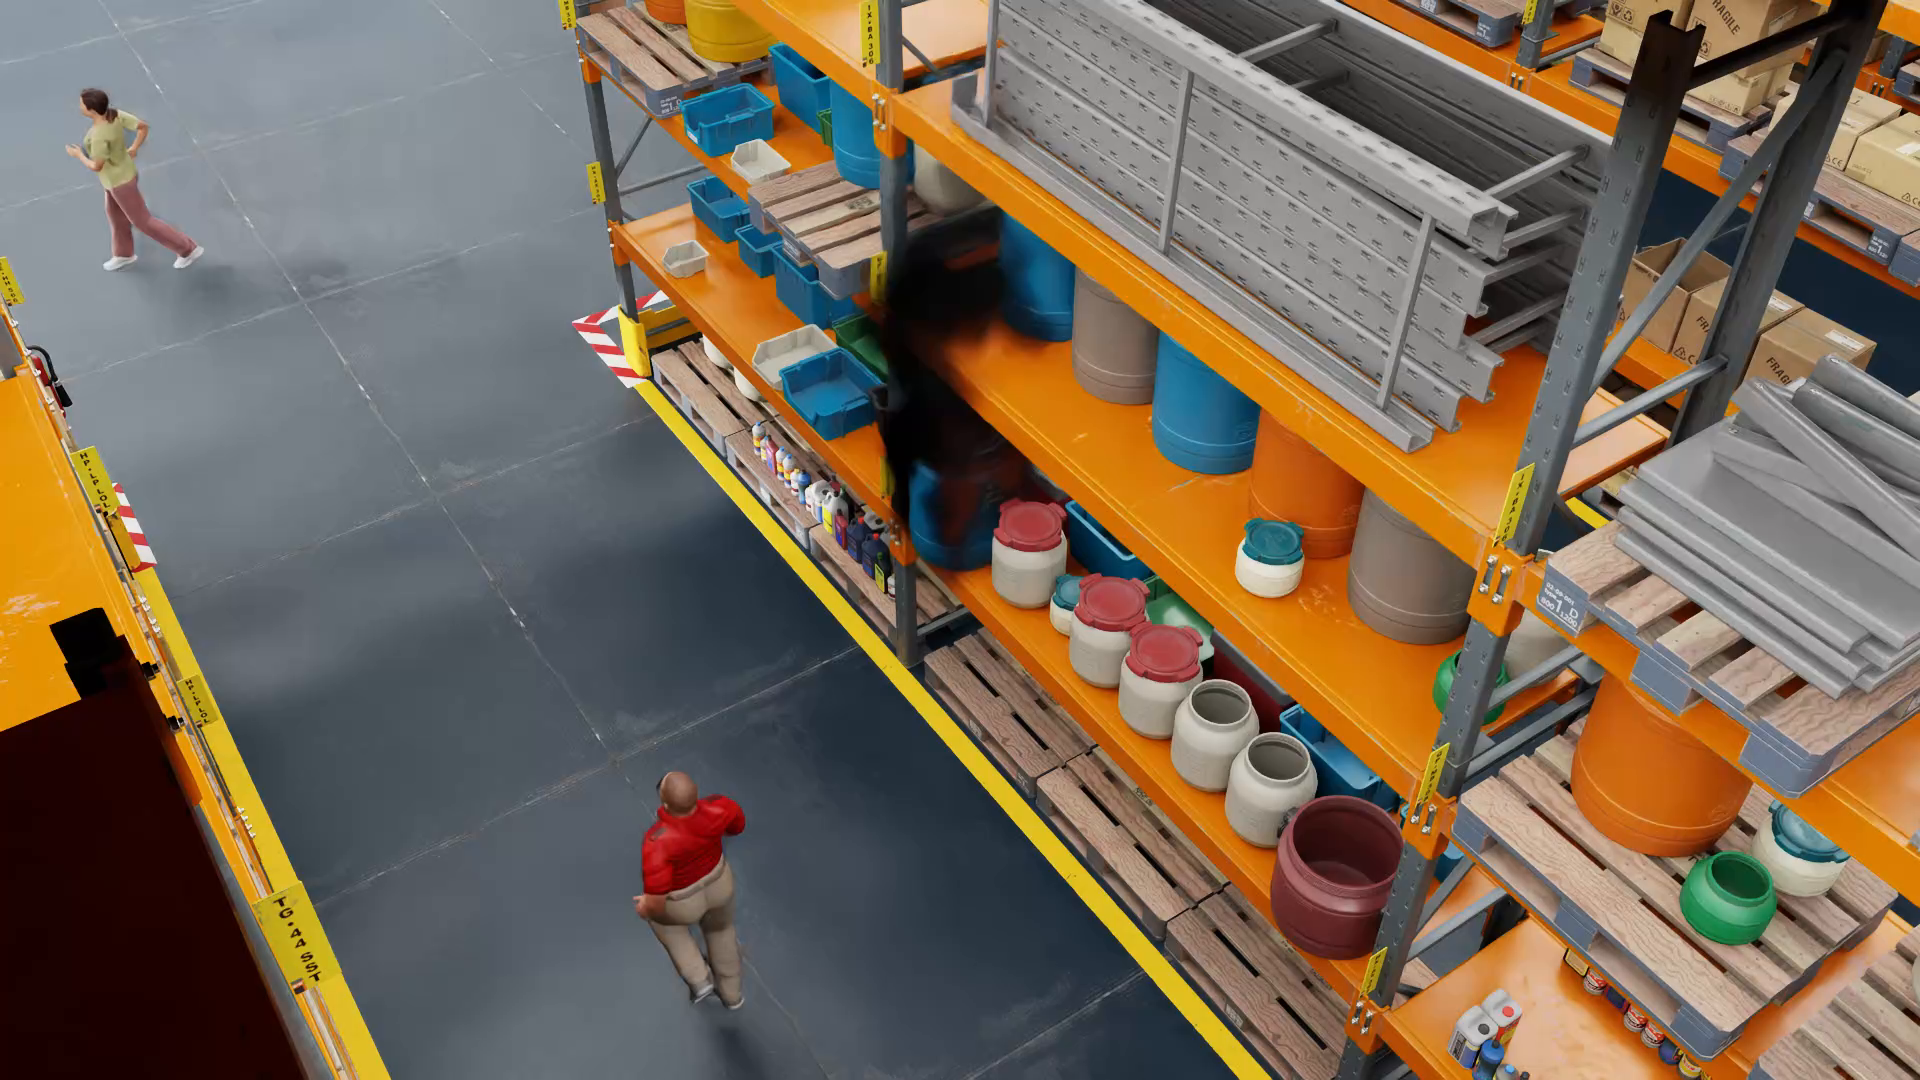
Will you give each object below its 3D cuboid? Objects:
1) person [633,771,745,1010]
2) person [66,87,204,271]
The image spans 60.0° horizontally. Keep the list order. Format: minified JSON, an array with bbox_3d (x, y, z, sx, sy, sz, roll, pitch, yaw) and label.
[{"bbox_3d":[-1.366,1.697,8.252,0.652,1.724,0.602,-29,50,-28],"label":"person"},{"bbox_3d":[-6.883,-2.932,13.695,0.919,1.668,0.563,-4,43,-5],"label":"person"}]
